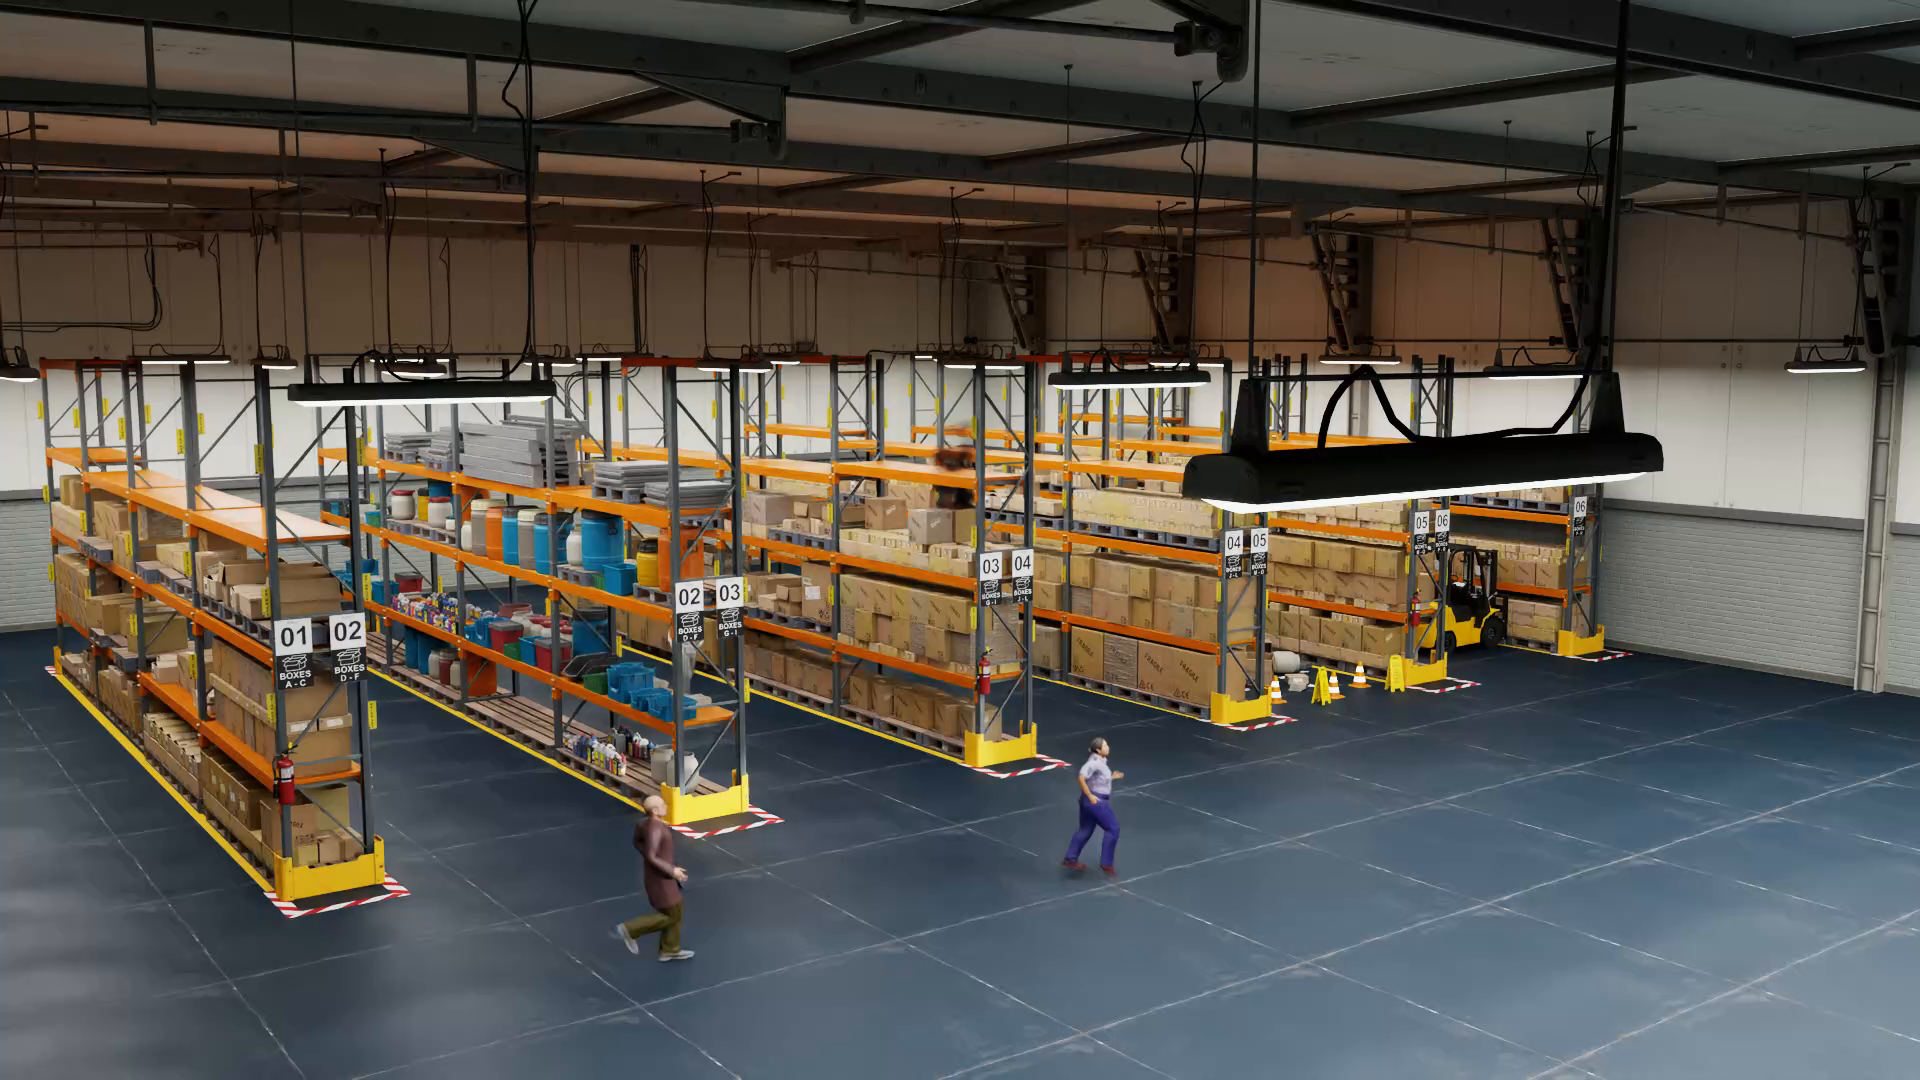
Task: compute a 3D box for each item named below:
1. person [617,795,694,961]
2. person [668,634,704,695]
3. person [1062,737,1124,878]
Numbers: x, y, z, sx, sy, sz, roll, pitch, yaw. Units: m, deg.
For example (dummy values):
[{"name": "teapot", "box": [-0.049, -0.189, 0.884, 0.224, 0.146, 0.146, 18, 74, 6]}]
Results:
[{"name": "person", "box": [-3.115, 3.454, 16.922, 0.789, 1.744, 0.712, -2, 7, -18]}, {"name": "person", "box": [-4.789, 2.015, 29.118, 0.631, 1.743, 0.750, -4, 8, -33]}, {"name": "person", "box": [1.595, 3.175, 19.740, 0.726, 1.719, 0.573, -1, 7, -8]}]
